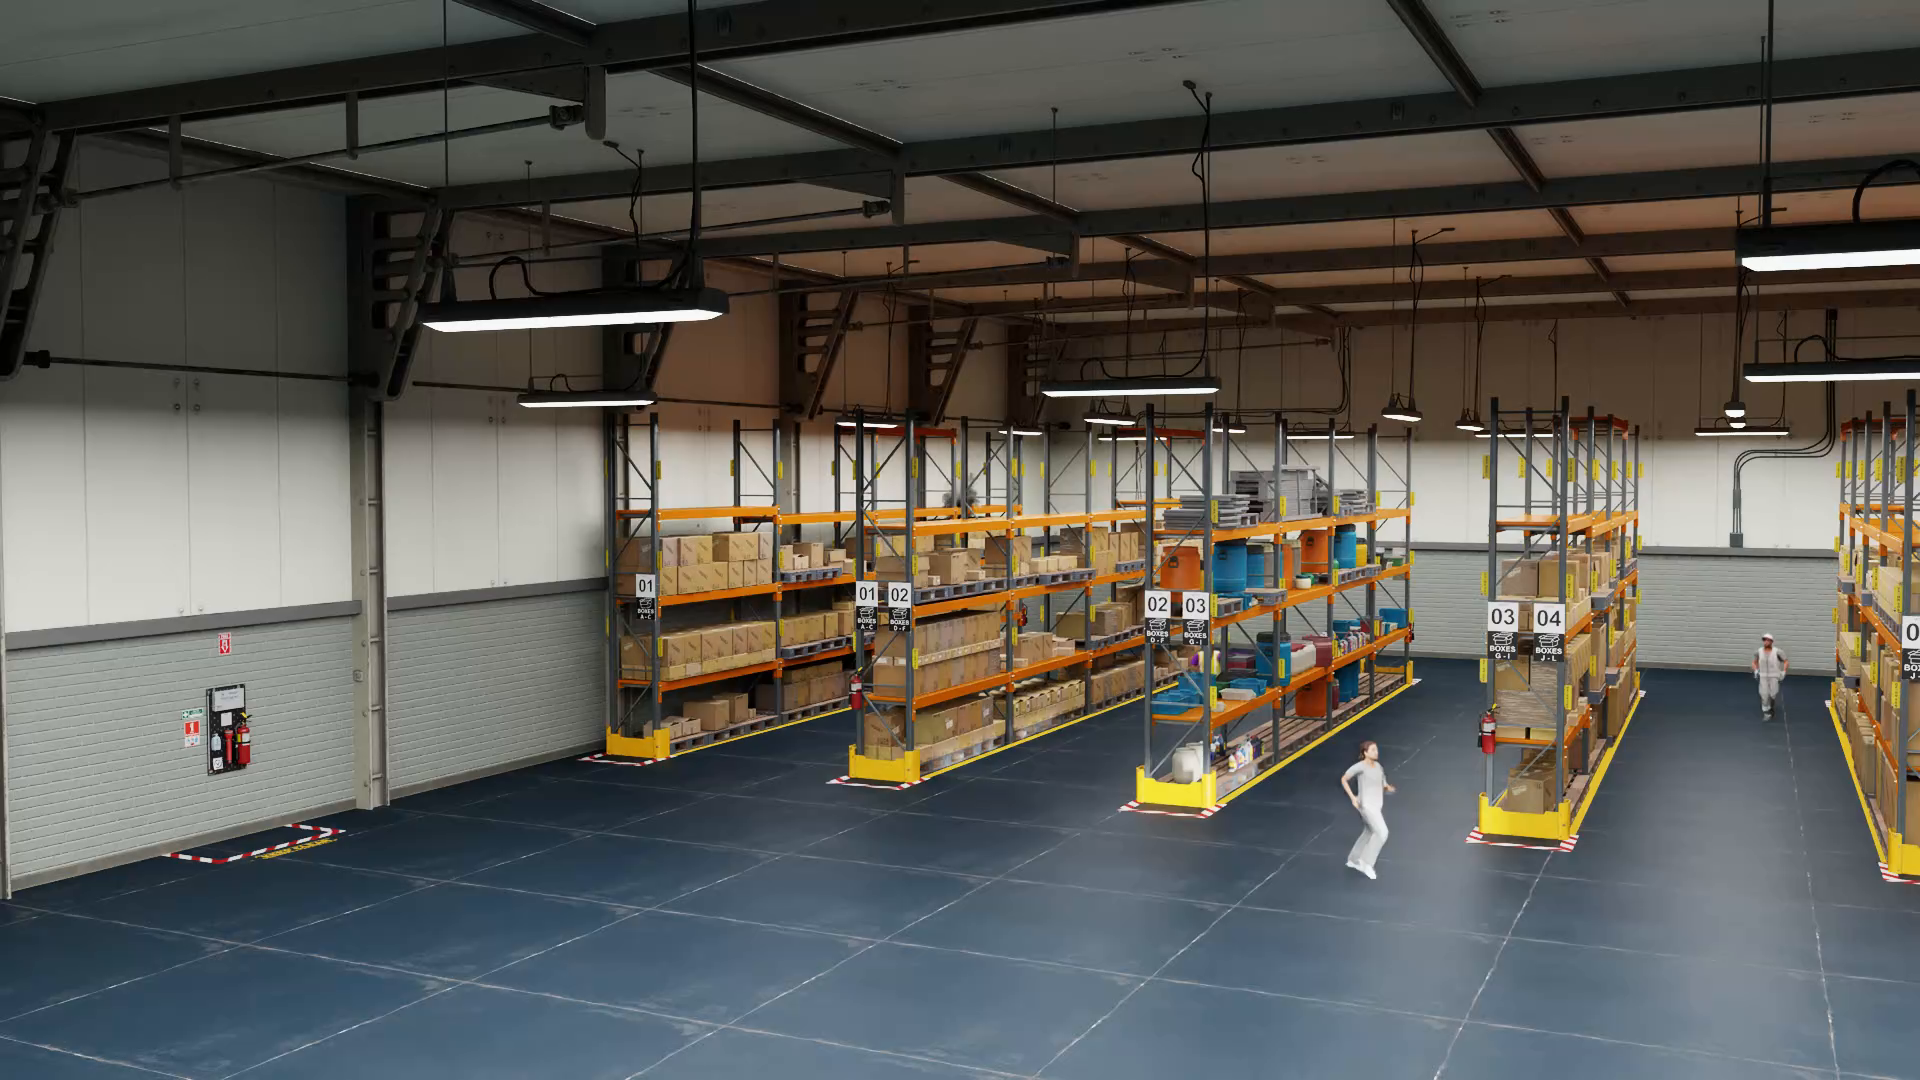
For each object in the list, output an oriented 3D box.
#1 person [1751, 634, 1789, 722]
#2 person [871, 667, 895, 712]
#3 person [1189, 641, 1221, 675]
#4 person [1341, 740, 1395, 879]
[{"bbox_3d":[16.061,2.743,33.049,0.645,1.745,0.543,2,3,35],"label":"person"},{"bbox_3d":[-1.341,2.787,31.050,0.694,1.759,0.979,1,3,19],"label":"person"},{"bbox_3d":[4.763,2.765,31.882,0.703,1.822,0.833,1,3,25],"label":"person"},{"bbox_3d":[5.040,3.303,20.438,0.533,1.681,0.694,-2,3,-43],"label":"person"}]
